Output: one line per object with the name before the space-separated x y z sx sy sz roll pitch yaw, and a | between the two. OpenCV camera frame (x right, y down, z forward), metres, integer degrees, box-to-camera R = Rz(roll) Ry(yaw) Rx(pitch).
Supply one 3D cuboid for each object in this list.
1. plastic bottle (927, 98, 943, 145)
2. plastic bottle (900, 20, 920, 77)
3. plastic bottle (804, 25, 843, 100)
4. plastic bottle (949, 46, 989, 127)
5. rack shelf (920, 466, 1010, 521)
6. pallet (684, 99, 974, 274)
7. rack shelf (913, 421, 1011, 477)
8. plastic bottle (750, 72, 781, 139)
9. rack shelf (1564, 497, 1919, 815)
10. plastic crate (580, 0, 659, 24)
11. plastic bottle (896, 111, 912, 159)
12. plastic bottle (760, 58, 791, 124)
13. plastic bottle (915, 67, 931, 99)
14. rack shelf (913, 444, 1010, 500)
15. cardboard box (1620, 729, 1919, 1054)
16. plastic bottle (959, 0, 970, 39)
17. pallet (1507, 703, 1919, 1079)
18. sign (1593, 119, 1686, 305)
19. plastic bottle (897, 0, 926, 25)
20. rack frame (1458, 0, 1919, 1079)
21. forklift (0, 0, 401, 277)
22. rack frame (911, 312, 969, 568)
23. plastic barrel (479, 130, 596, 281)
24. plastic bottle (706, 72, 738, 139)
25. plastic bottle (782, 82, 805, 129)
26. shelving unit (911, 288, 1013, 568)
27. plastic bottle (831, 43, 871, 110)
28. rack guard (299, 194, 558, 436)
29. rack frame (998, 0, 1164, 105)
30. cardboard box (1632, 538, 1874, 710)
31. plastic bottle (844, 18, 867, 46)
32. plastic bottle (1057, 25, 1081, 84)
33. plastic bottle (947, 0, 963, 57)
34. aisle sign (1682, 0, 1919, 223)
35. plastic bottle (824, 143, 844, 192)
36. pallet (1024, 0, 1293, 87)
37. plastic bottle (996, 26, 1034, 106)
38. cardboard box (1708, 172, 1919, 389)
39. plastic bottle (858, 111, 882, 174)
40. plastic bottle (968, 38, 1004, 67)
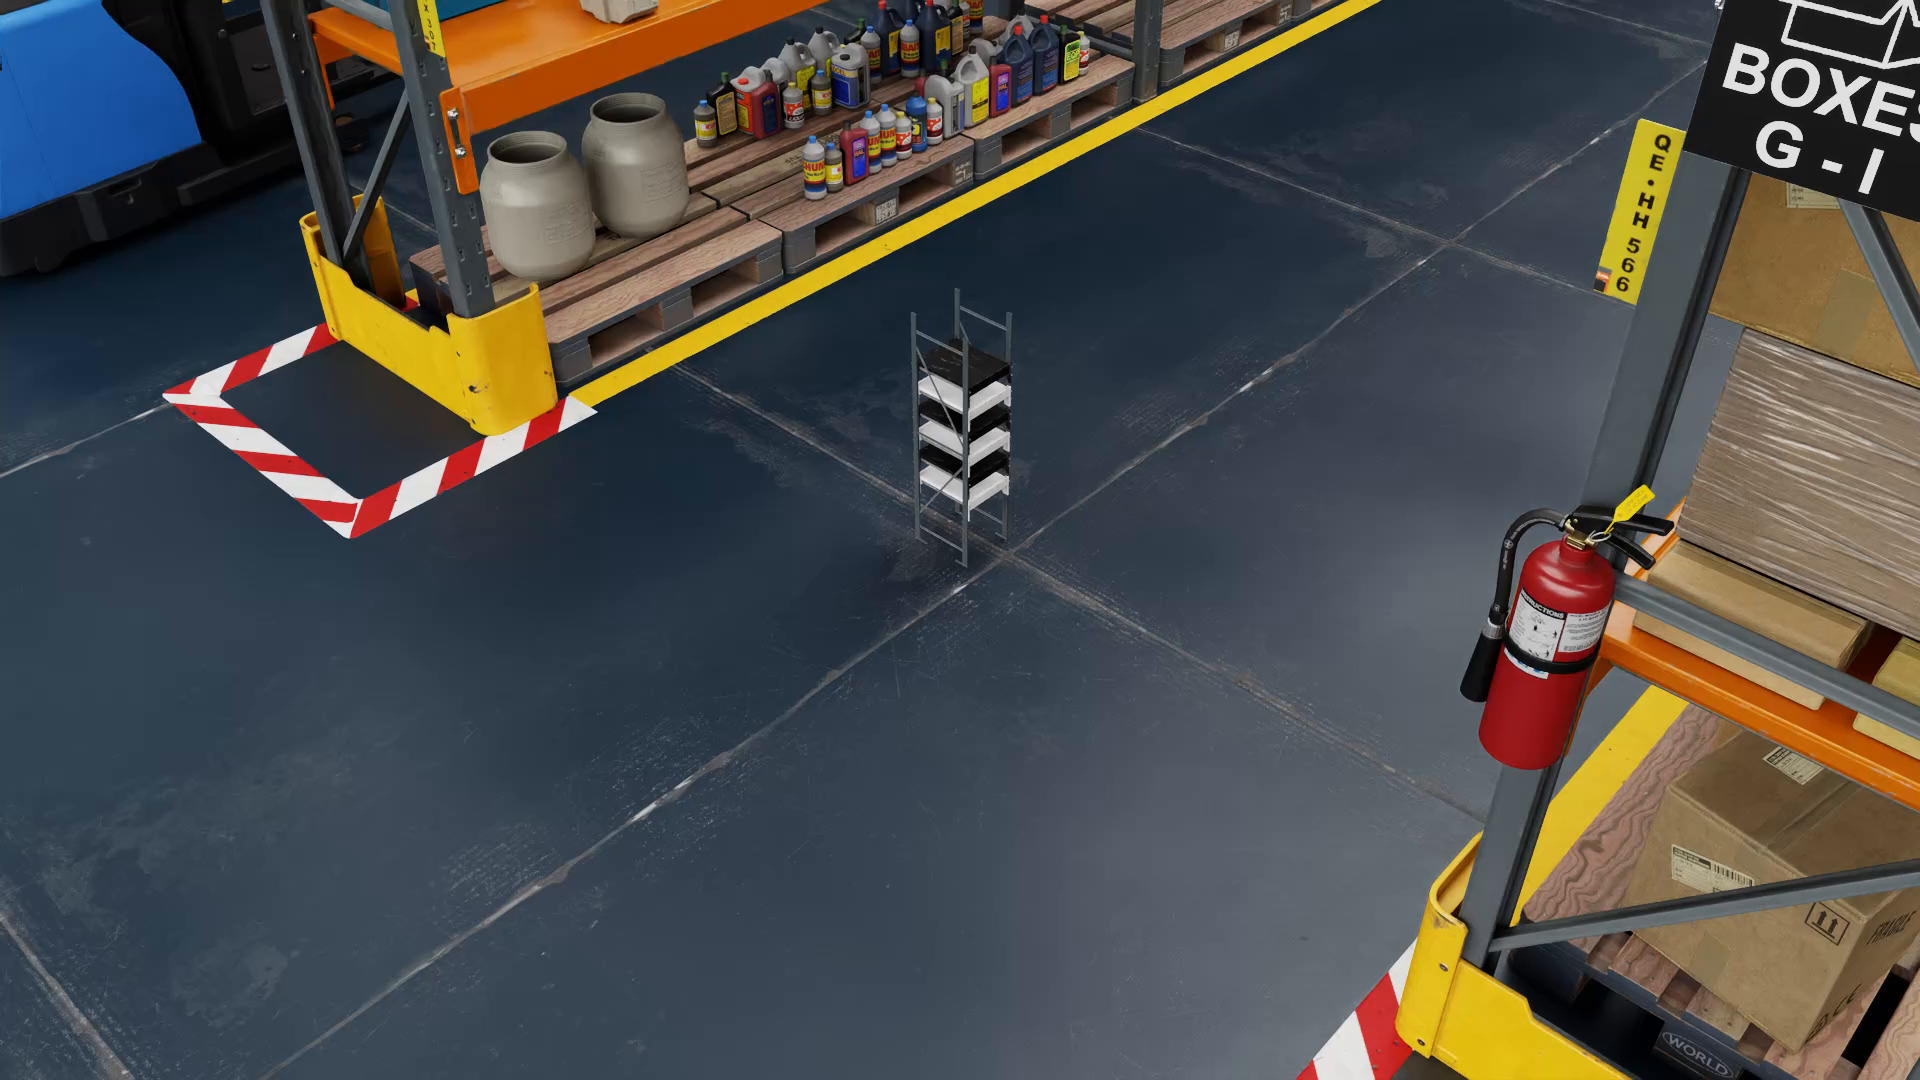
plastic bottle | -0.130 -1.940 7.674 0.097 0.201 0.097 0 38 0
plastic bottle | -0.248 -2.445 8.254 0.097 0.271 0.097 0 38 0
plastic bottle | -0.653 -2.312 8.022 0.144 0.351 0.185 29 47 32
plastic bottle | 0.043 -2.137 7.802 0.144 0.351 0.185 29 47 32
rack shelf | 0.005 -0.189 5.607 0.258 0.077 0.200 30 47 32
pallet | -0.695 -1.709 7.730 1.003 0.211 1.213 30 47 32
rack shelf | 0.005 -0.330 5.495 0.258 0.077 0.200 30 47 32
plastic bottle | -0.902 -2.014 7.702 0.061 0.283 0.133 30 47 32
rack shelf | 2.918 -0.375 4.389 1.077 0.370 4.000 30 47 32
plastic crate | -1.246 -1.990 6.055 0.298 0.136 0.250 30 47 32
plastic bottle | -0.268 -1.845 7.555 0.097 0.201 0.097 0 38 0
plastic bottle | -0.888 -2.119 7.840 0.152 0.276 0.135 28 46 31
plastic bottle | -0.149 -2.082 7.787 0.061 0.283 0.133 30 47 32
rack shelf | 0.005 -0.259 5.551 0.258 0.077 0.200 30 47 32
cardboard box | 2.003 0.796 4.009 0.500 0.500 0.500 -25 45 -28
plastic bottle | 0.005 -2.723 8.659 0.097 0.201 0.097 0 38 0
pallet | 2.194 0.960 4.373 1.003 0.211 1.213 30 47 32
sign | 1.173 -0.557 2.856 0.100 0.325 0.005 30 47 32
plastic bottle | -0.239 -2.594 8.377 0.144 0.351 0.185 31 48 33
rack frame | 1.569 0.262 3.010 1.000 3.000 0.127 30 47 32
forklift | -3.550 -3.118 7.316 1.130 2.935 3.031 26 45 28
rack frame | -0.063 -0.309 5.416 0.240 0.900 0.006 30 47 32
plastic barrel | -1.699 -1.342 6.690 0.421 0.512 0.421 0 38 0
plastic bottle | -1.106 -2.016 7.704 0.061 0.283 0.133 31 48 33
plastic bottle | -0.783 -2.046 7.808 0.097 0.201 0.097 0 38 0
shelving unit | 0.005 -0.356 5.475 0.258 0.900 0.210 30 47 32
plastic bottle | -0.527 -2.232 7.982 0.152 0.276 0.135 30 47 32
rack guard | -2.070 -0.894 6.472 1.175 0.500 0.348 30 47 32
rack frame | 0.612 -3.655 7.936 1.000 3.000 0.127 30 47 32
cardboard box | 1.609 0.143 3.362 0.380 0.149 0.250 30 47 32
plastic bottle | -0.509 -2.422 8.215 0.133 0.283 0.061 -32 48 -34
plastic bottle | 0.531 -2.405 8.193 0.133 0.283 0.061 -32 48 -33
plastic bottle | -0.046 -2.597 8.435 0.061 0.283 0.133 30 47 32
aisle sign | 1.306 -0.853 2.324 0.394 0.787 0.004 30 47 32
plastic bottle | -0.564 -1.644 7.302 0.097 0.201 0.097 0 38 0
pallet | 1.113 -2.941 9.279 1.003 0.211 1.213 30 47 32
plastic bottle | 0.260 -2.285 7.989 0.144 0.351 0.185 27 46 30
cardboard box | 1.758 -0.641 3.023 0.500 0.500 0.500 30 47 32
plastic bottle | -0.403 -1.781 7.419 0.097 0.271 0.097 0 38 0
plastic bottle | 0.134 -2.307 8.076 0.152 0.276 0.135 30 47 32
